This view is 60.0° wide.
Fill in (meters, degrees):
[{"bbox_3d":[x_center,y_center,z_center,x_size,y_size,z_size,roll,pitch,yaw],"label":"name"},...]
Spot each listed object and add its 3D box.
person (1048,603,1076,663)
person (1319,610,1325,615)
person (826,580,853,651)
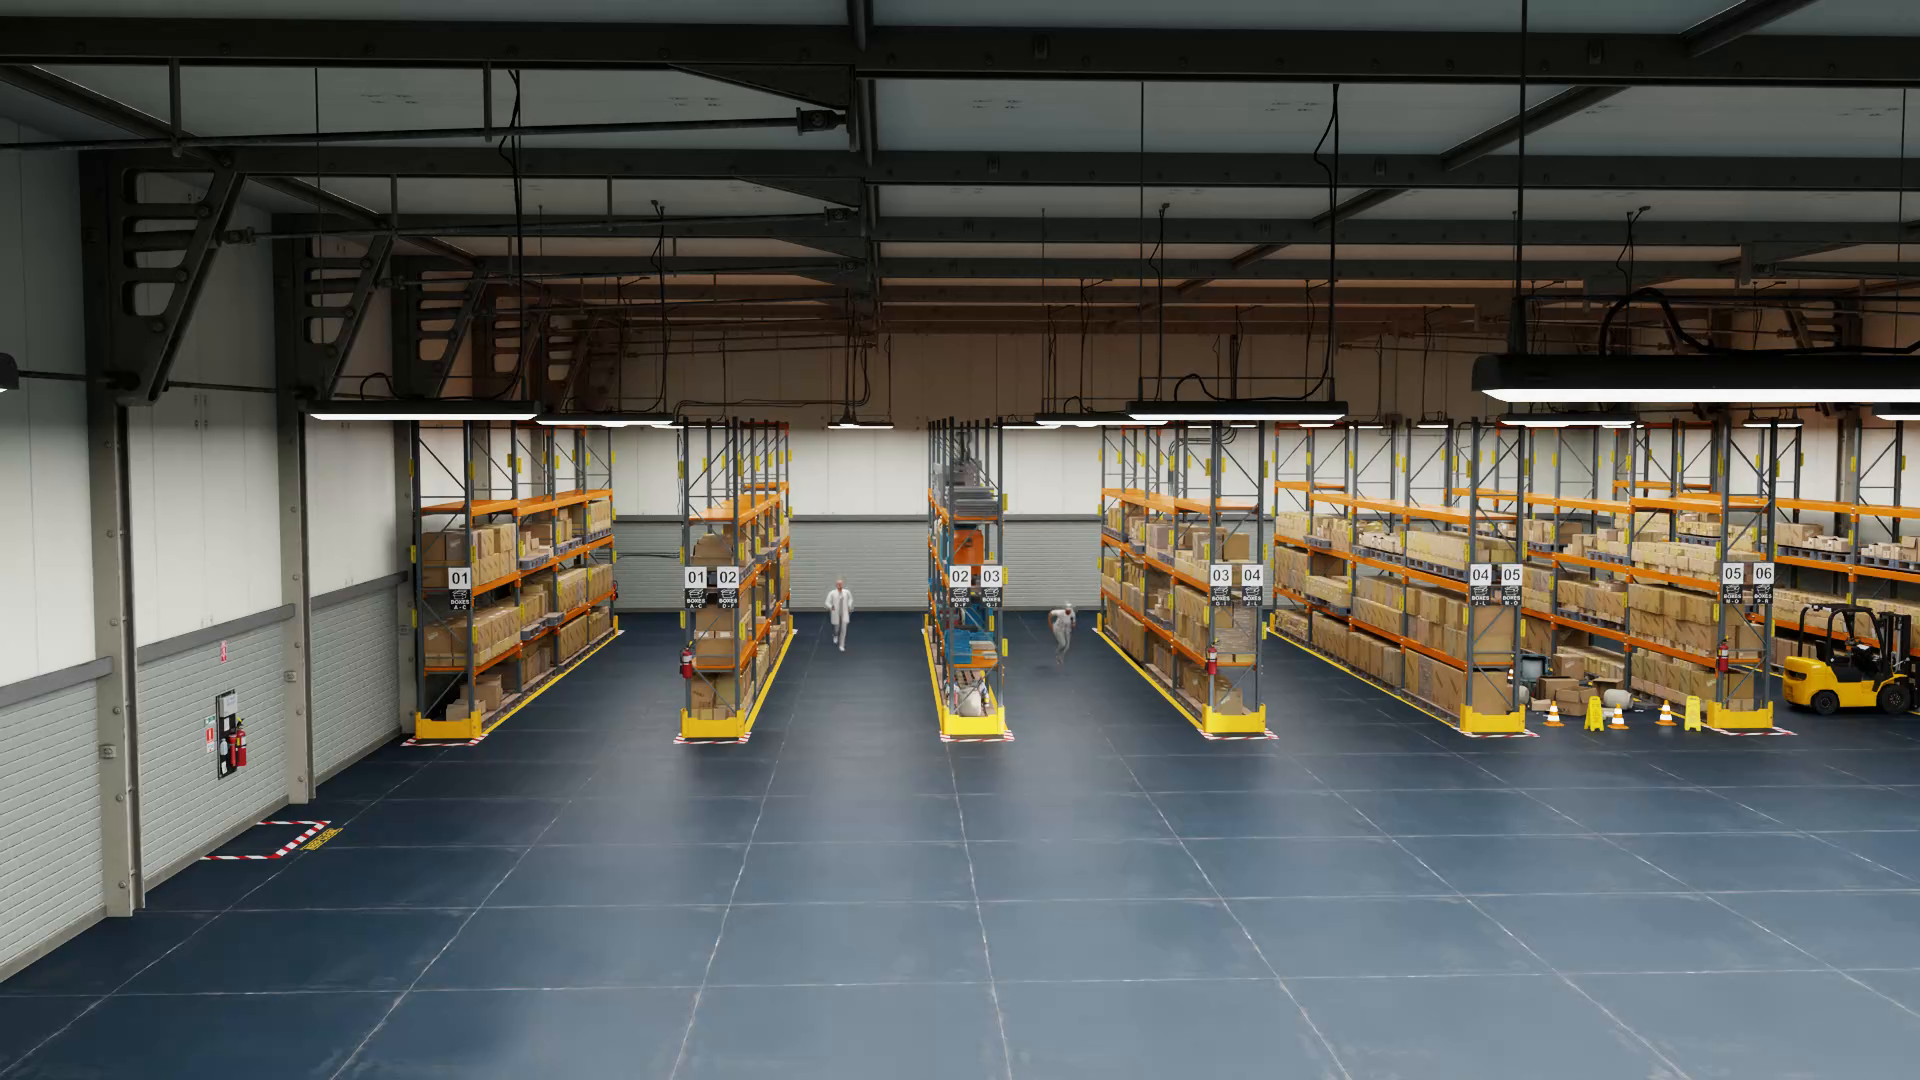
[{"bbox_3d":[2.403,2.199,39.166,0.637,1.496,0.861,-1,4,-21],"label":"person"},{"bbox_3d":[10.767,1.761,48.276,0.668,1.672,0.880,-3,5,-36],"label":"person"},{"bbox_3d":[-3.038,1.888,42.031,0.712,1.764,0.918,-1,4,-13],"label":"person"}]
